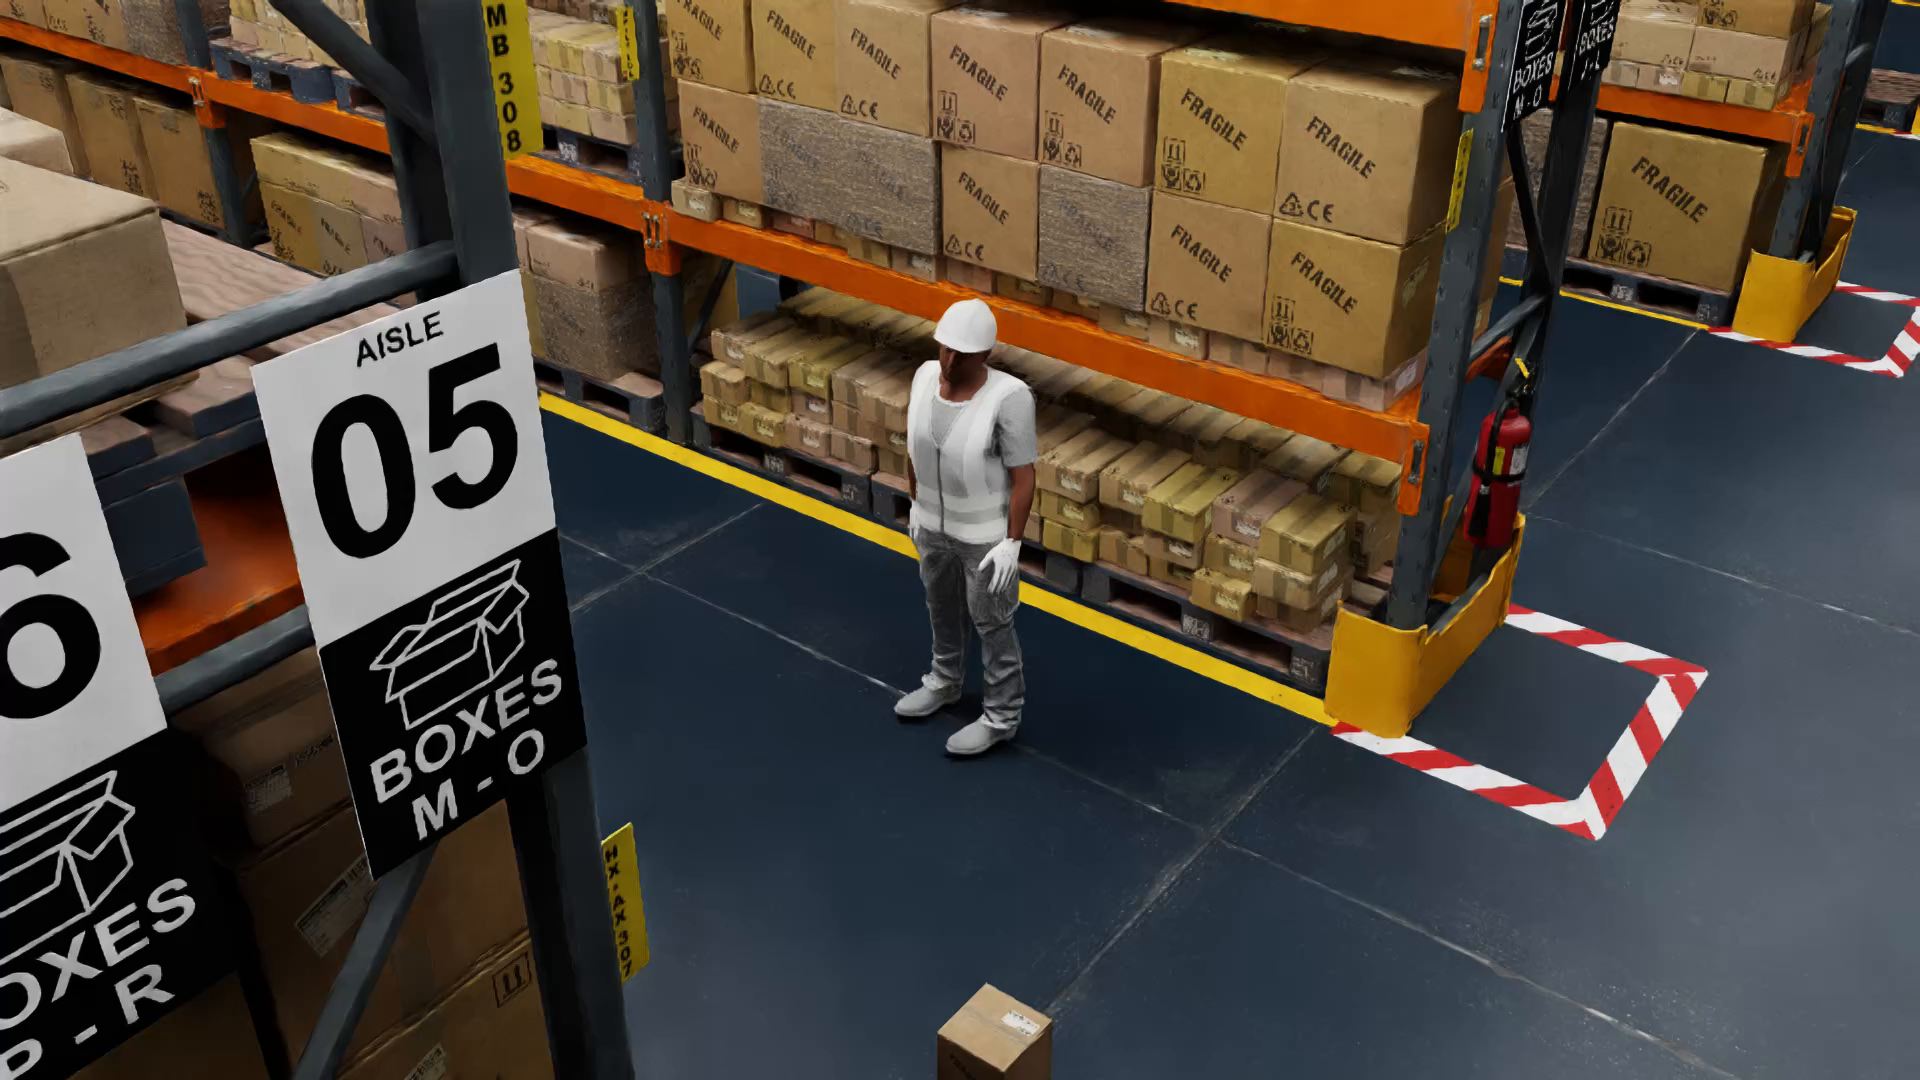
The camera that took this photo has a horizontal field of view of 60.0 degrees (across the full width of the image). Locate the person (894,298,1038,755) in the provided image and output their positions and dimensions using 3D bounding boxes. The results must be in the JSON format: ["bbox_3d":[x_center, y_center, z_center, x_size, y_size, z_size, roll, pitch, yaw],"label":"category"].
[{"bbox_3d":[0.016,-0.041,6.135,0.596,1.790,0.401,23,38,33],"label":"person"}]
